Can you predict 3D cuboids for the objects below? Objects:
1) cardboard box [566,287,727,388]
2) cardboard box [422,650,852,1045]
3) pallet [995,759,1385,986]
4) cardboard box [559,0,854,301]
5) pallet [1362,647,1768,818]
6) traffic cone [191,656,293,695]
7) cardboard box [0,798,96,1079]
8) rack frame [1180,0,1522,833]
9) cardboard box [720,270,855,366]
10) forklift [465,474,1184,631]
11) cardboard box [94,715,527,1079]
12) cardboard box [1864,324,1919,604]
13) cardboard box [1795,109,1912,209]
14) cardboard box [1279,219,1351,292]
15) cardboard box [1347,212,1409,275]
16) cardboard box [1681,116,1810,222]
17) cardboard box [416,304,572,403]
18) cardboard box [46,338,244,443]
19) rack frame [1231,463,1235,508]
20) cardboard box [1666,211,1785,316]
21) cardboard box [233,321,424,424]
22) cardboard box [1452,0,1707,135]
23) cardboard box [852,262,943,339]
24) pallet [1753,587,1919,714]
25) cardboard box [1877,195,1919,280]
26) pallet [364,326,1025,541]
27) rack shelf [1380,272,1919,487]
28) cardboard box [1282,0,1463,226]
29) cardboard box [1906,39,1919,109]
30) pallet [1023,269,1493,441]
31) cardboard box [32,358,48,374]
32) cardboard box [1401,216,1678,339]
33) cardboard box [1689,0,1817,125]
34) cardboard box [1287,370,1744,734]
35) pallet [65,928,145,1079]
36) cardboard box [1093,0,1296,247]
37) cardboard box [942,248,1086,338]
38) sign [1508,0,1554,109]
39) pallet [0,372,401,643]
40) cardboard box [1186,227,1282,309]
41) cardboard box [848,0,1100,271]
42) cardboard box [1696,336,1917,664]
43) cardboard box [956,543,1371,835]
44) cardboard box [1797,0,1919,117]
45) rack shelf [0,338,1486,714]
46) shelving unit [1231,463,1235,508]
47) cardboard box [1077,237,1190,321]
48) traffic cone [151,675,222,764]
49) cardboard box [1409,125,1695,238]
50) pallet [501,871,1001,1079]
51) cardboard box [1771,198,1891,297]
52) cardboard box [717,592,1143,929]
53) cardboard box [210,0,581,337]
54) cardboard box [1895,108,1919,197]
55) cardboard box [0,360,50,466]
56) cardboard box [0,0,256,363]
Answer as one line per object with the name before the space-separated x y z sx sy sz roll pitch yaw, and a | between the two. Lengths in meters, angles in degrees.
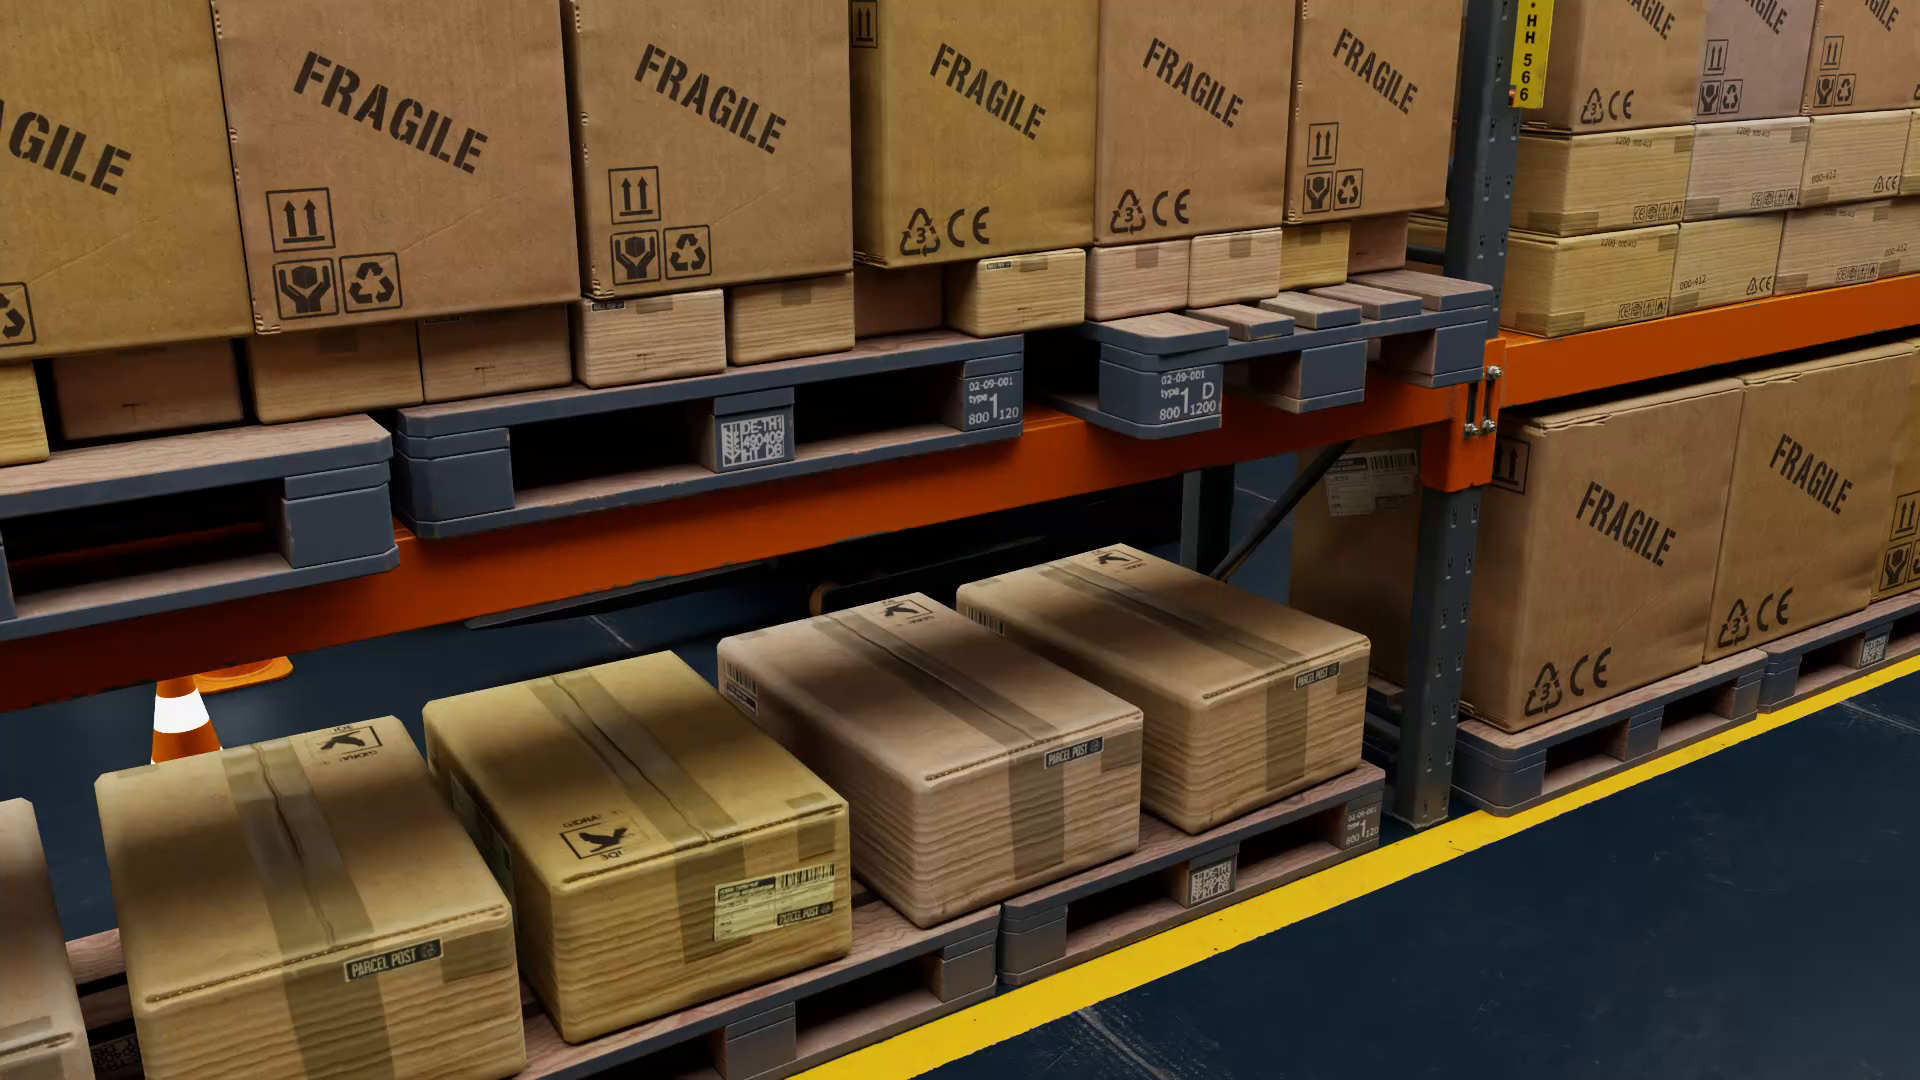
cardboard box | -0.608 -0.394 2.963 0.250 0.149 0.380 -11 22 -29
cardboard box | -0.733 0.623 3.665 0.625 0.372 0.950 -11 22 -30
pallet | 0.340 0.675 4.419 1.213 0.211 1.003 -12 22 -31
cardboard box | -0.537 -0.737 2.966 0.500 0.500 0.500 -13 23 -34
pallet | 1.693 0.419 5.177 1.213 0.211 1.003 -12 22 -31
traffic cone | -2.390 0.211 5.397 0.334 0.463 0.336 -12 22 -31
cardboard box | -1.911 0.874 2.924 0.625 0.372 0.950 -12 22 -31
rack frame | 0.993 -0.784 4.379 0.127 3.000 1.000 -12 22 -31
cardboard box | -0.402 -0.449 3.125 0.250 0.149 0.380 -13 22 -33
forklift | -0.509 -1.270 5.924 3.031 2.935 1.130 -13 23 -34
cardboard box | -1.312 0.746 3.301 0.625 0.372 0.950 -10 21 -28
cardboard box | 3.110 -0.389 5.873 0.875 0.875 0.875 -11 22 -30
cardboard box | 2.408 -1.148 4.910 0.500 0.250 0.500 -12 22 -32
cardboard box | 0.665 -0.676 3.798 0.250 0.149 0.380 -12 22 -31
cardboard box | 0.849 -0.743 3.995 0.250 0.149 0.380 -11 22 -29
cardboard box | 1.984 -1.063 4.660 0.500 0.250 0.500 -11 22 -30
cardboard box | -0.859 -0.361 2.865 0.250 0.149 0.380 -12 22 -31
cardboard box | -1.304 -0.284 2.637 0.250 0.149 0.380 -10 21 -28
rack frame | 1.066 -0.690 6.886 0.240 1.200 0.006 -16 22 -40
cardboard box | 1.959 -0.827 4.740 0.500 0.250 0.500 -13 22 -33
cardboard box | -1.066 -0.318 2.738 0.250 0.149 0.380 -12 22 -31
cardboard box | 1.540 -1.326 4.266 0.500 0.500 0.500 -13 22 -33
cardboard box | -0.237 -0.515 3.321 0.250 0.149 0.380 -12 22 -31
pallet | 2.711 0.205 5.808 1.213 0.211 1.003 -12 22 -31
cardboard box | 2.811 -1.005 5.269 0.500 0.250 0.500 -12 22 -31
pallet | -0.638 -0.333 3.346 1.213 0.211 1.003 -12 22 -31
rack shelf | 2.664 -0.795 5.536 4.000 0.370 1.077 -12 22 -31
cardboard box | 0.766 -1.016 3.791 0.500 0.500 0.500 -13 22 -33
cardboard box | 2.812 -1.591 5.050 0.500 0.500 0.500 -12 22 -31
pallet | 0.457 -0.539 3.954 1.003 0.211 1.213 -12 22 -31
cardboard box | -1.644 -0.420 3.040 0.250 0.149 0.380 -12 22 -32
cardboard box | 1.540 -0.731 4.459 0.500 0.250 0.500 -12 22 -32
cardboard box | 1.949 -1.416 4.532 0.500 0.500 0.500 -12 22 -31
cardboard box | 1.616 -0.075 4.946 0.875 0.875 0.875 -12 22 -32
pallet | -1.698 1.104 3.148 1.213 0.211 1.003 -12 22 -31
cardboard box | 0.341 -0.922 3.513 0.500 0.500 0.500 -12 22 -32
cardboard box | 0.042 -0.525 3.352 0.250 0.149 0.380 -11 22 -30
sign | 1.300 -1.151 3.782 0.005 0.325 0.100 -12 22 -31
pallet | -1.629 -0.084 2.609 1.213 0.211 1.003 -12 22 -31
cardboard box | 0.479 -0.620 3.631 0.250 0.149 0.380 -12 22 -32
cardboard box | -0.080 -0.833 3.249 0.500 0.500 0.500 -14 23 -35
cardboard box | 2.363 -0.231 5.407 0.875 0.875 0.875 -12 22 -31
cardboard box | 0.516 0.359 4.446 0.625 0.372 0.950 -14 23 -35
cardboard box | 2.389 -1.503 4.790 0.500 0.500 0.500 -11 22 -30
rack shelf | -0.677 -0.090 3.452 4.000 0.370 1.077 -12 22 -31
shelving unit | 1.004 -0.708 6.952 0.258 1.200 0.189 -16 22 -40
cardboard box | 0.264 -0.578 3.506 0.250 0.149 0.380 -13 23 -34
traffic cone | -2.082 0.530 4.455 0.334 0.463 0.336 -12 22 -31
cardboard box | 1.552 -0.973 4.391 0.500 0.250 0.500 -12 22 -32
pallet | -0.678 0.888 3.788 1.213 0.211 1.003 -12 22 -31
cardboard box | 2.401 -0.917 5.009 0.500 0.250 0.500 -11 22 -30
cardboard box | -0.096 0.491 4.055 0.625 0.372 0.950 -12 22 -32
cardboard box | -0.960 -0.644 2.689 0.500 0.500 0.500 -12 22 -32
cardboard box | 2.838 -1.234 5.164 0.500 0.250 0.500 -11 22 -30
cardboard box | -1.499 -0.213 2.429 0.250 0.149 0.380 -11 22 -30
cardboard box | -1.380 -0.560 2.443 0.500 0.500 0.500 -12 22 -31
